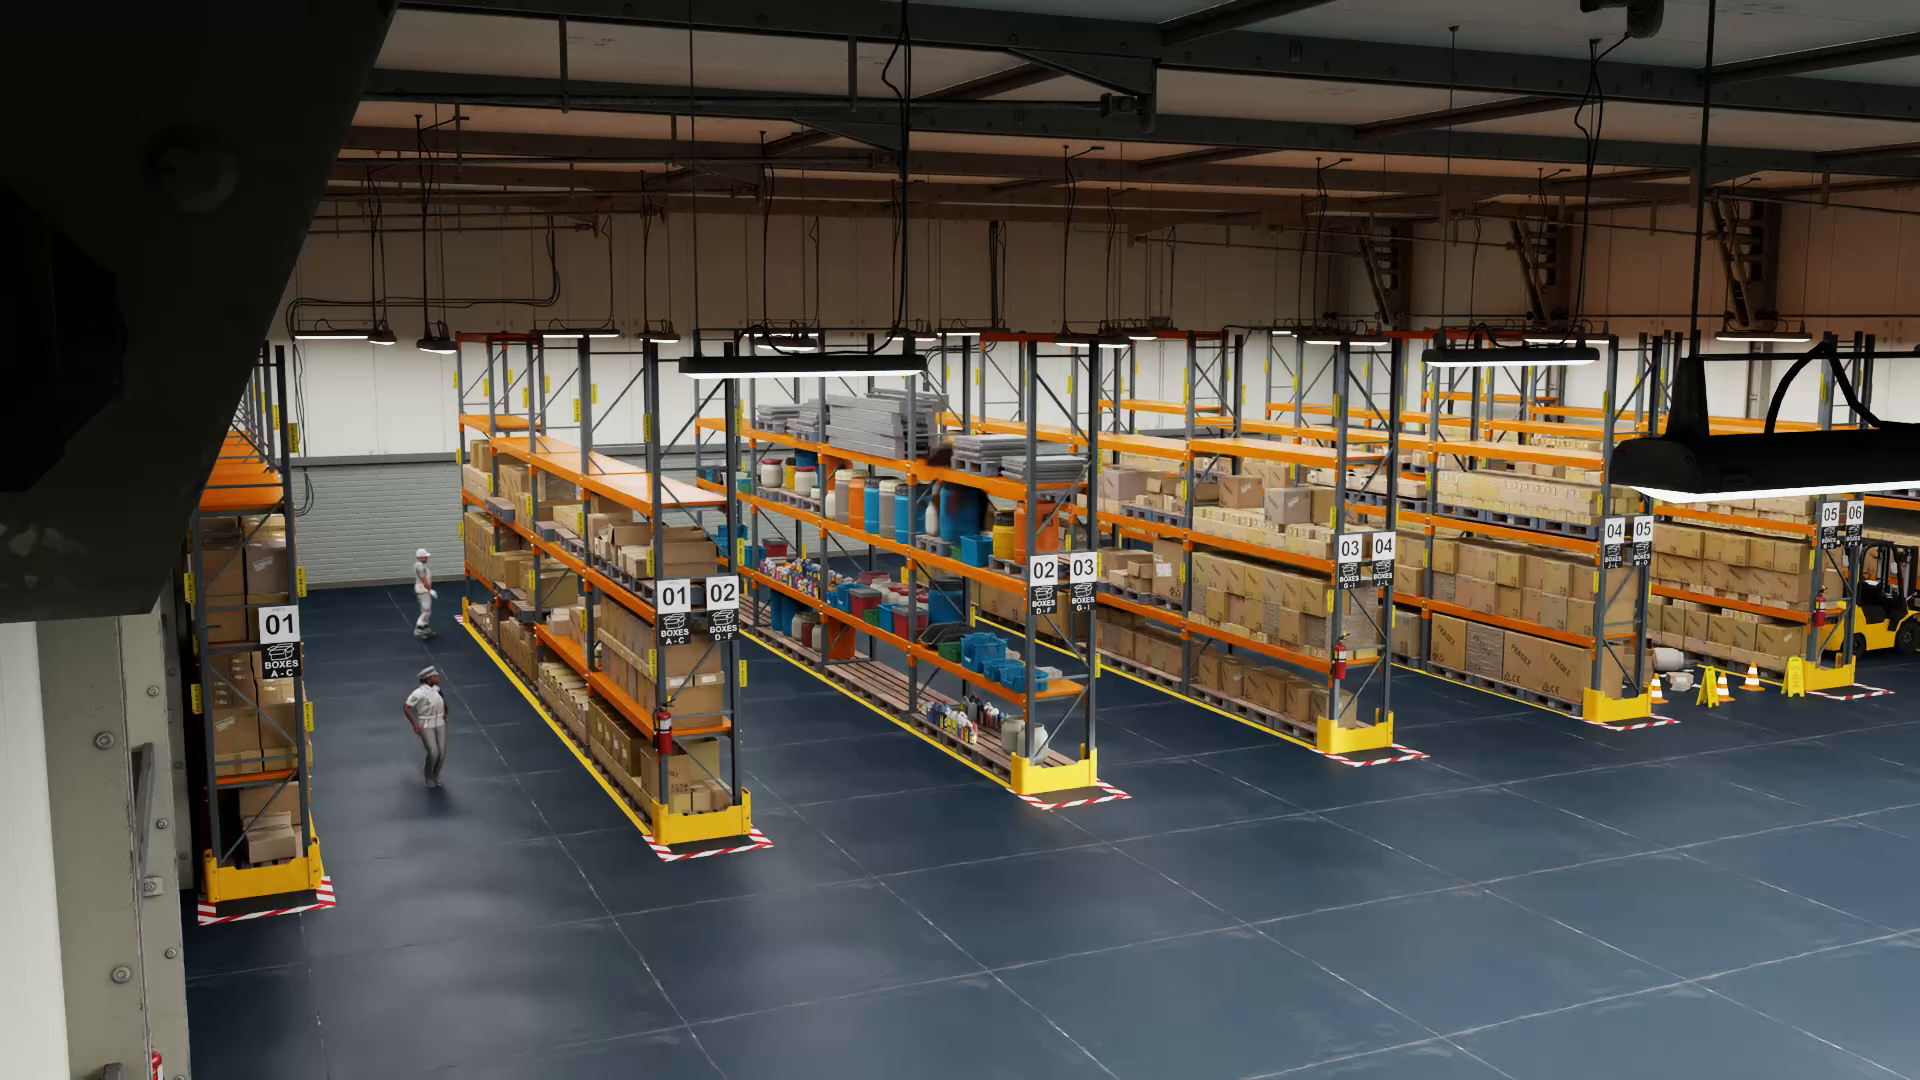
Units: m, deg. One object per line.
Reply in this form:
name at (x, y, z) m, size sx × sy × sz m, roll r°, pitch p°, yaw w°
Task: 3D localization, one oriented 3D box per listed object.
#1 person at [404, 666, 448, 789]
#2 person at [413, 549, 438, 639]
person at (-7.135, 2.532, 22.304) m, size 0.587 × 1.687 × 0.524 m, roll -6°, pitch 10°, yaw -40°
person at (-10.498, 1.049, 32.572) m, size 0.501 × 1.795 × 0.563 m, roll -3°, pitch 8°, yaw -22°
